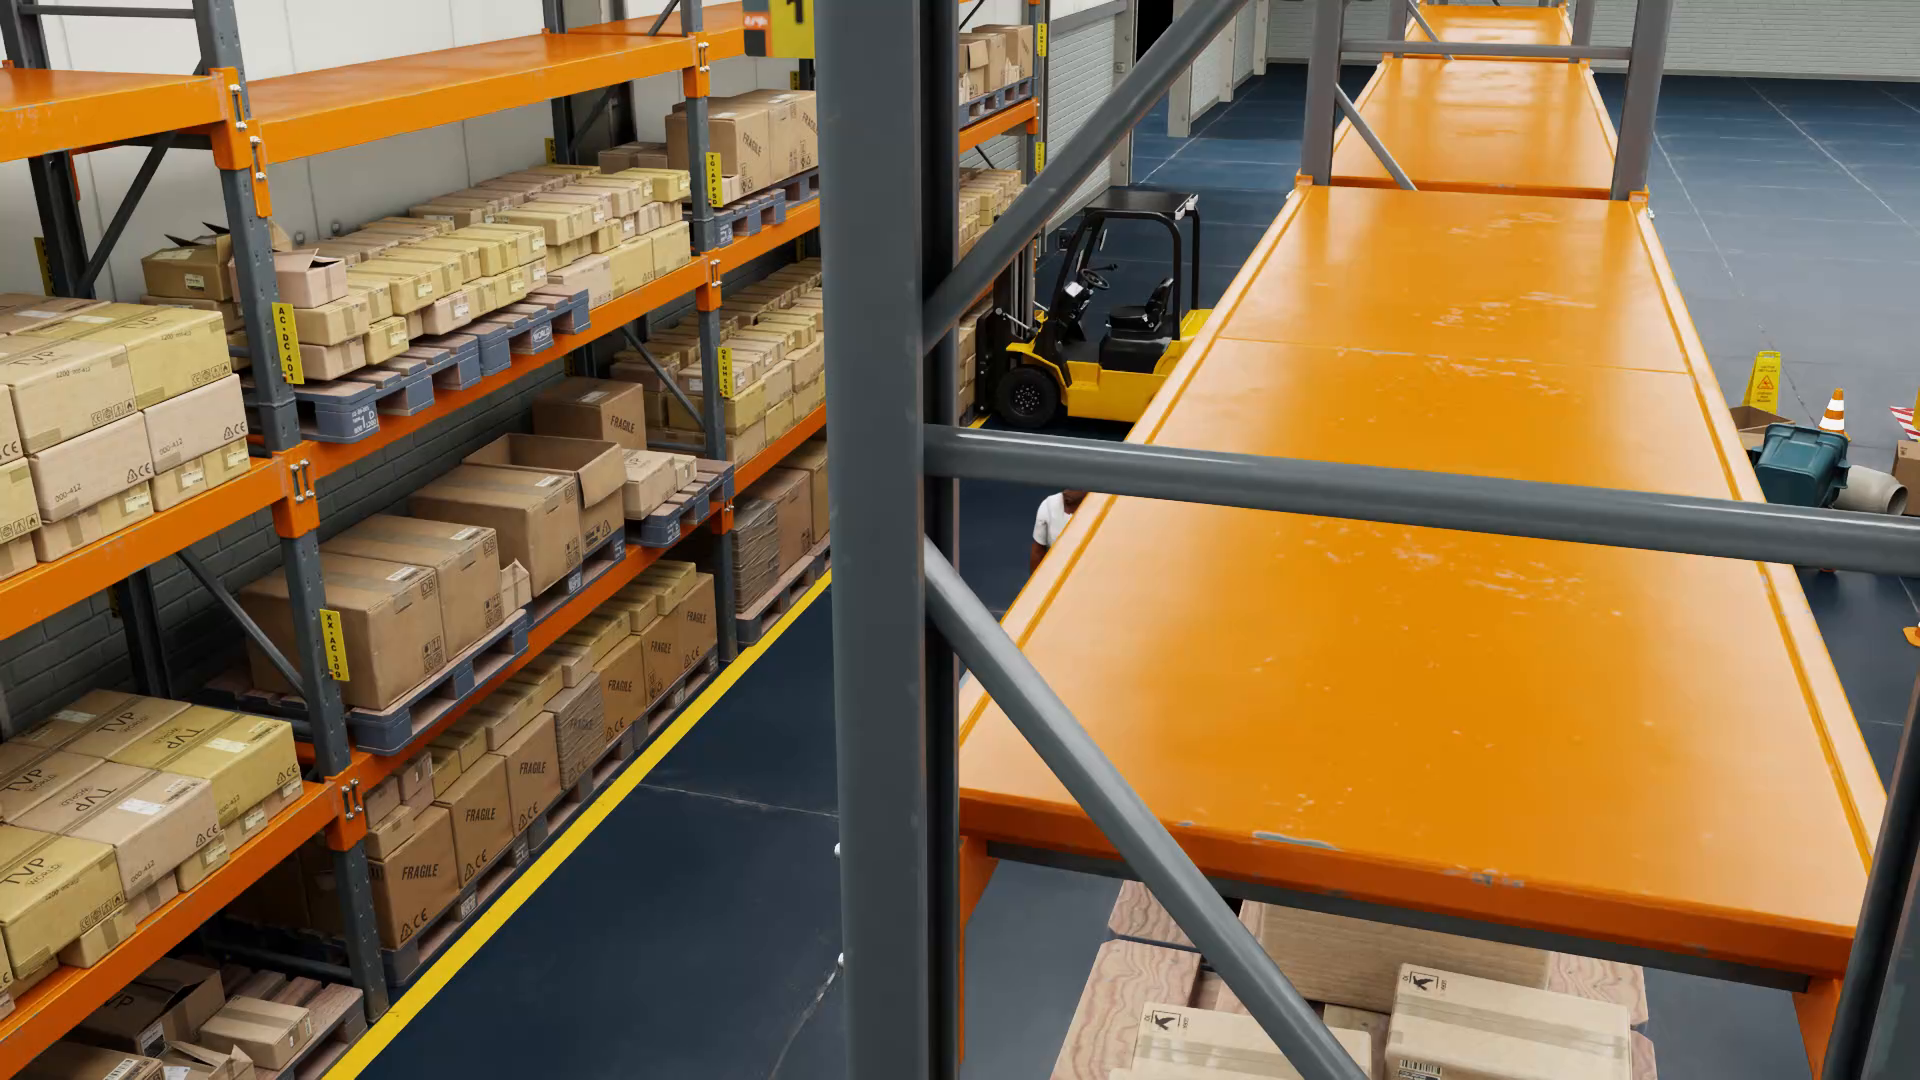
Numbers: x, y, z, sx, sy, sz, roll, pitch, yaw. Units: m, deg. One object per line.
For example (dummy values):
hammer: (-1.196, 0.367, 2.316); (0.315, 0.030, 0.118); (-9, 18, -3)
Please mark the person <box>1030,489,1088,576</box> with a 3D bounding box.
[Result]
person: (0.721, 0.310, 10.292); (0.627, 1.766, 0.626); (4, 22, 10)
